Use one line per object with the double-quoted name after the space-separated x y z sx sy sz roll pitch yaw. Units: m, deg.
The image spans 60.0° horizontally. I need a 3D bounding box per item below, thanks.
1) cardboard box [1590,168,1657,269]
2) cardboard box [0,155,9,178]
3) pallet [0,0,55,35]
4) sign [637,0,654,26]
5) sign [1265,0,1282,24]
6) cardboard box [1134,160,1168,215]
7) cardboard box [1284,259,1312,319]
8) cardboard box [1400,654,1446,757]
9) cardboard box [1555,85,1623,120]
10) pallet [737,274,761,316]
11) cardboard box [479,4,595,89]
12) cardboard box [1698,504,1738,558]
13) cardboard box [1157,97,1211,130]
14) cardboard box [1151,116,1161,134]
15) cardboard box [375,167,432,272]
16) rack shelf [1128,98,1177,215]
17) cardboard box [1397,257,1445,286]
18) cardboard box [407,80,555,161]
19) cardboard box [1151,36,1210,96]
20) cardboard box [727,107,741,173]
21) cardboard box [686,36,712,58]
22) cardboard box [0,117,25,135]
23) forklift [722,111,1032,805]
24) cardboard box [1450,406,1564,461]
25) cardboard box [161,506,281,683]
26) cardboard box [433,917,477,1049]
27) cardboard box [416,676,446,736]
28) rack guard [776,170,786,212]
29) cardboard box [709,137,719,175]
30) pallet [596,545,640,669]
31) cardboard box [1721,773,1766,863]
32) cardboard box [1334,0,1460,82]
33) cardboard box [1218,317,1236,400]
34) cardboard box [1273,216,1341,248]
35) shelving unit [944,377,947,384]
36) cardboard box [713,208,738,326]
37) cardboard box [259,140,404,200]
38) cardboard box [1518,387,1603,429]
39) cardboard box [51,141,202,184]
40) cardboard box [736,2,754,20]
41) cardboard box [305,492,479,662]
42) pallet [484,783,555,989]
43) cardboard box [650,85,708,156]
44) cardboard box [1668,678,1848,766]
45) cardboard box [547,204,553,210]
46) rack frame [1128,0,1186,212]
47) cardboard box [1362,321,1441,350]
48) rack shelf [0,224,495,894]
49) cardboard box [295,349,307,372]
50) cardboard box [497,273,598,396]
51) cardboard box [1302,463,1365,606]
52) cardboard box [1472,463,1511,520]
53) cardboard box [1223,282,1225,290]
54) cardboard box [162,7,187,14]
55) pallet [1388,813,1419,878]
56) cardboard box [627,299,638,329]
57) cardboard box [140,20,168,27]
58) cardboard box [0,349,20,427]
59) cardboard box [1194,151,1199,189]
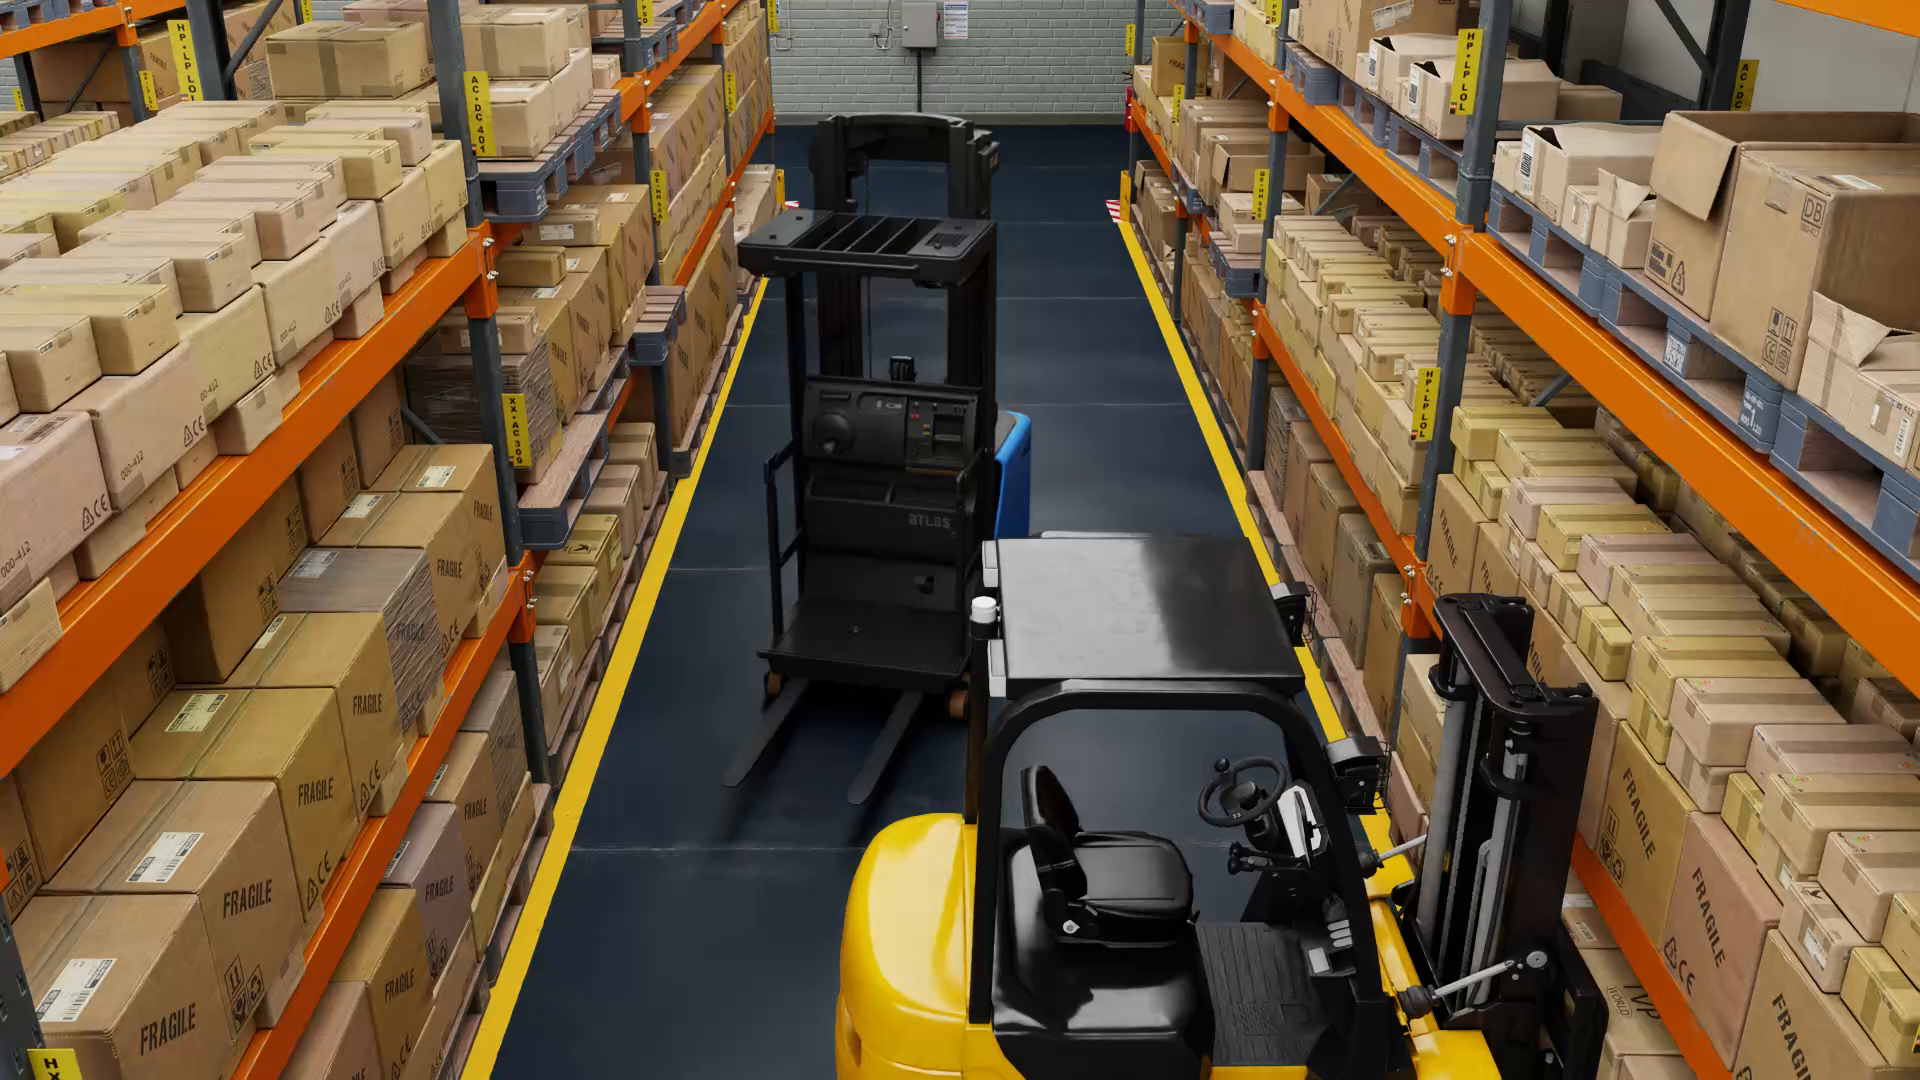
2.239 -1.021 5.261 0.396 0.266 0.258 -1 24 -2 "cardboard box"
-7.256 -2.733 12.227 0.380 0.149 0.250 0 24 1 "cardboard box"
-7.558 -3.900 12.320 1.213 0.211 1.003 0 24 -1 "pallet"
-1.937 -3.320 10.184 0.100 0.325 0.005 0 24 -1 "sign"
1.941 -3.341 10.230 0.100 0.325 0.005 0 24 -1 "sign"
2.308 -3.838 18.116 0.797 0.503 0.637 -1 24 -3 "cardboard box"
2.248 -1.509 10.023 0.500 0.250 0.500 0 24 1 "cardboard box"
2.218 0.715 7.144 0.500 0.250 0.500 -1 24 -1 "cardboard box"
2.714 -1.932 7.415 0.380 0.149 0.250 0 24 -1 "cardboard box"
-2.454 -2.408 15.818 1.003 0.211 1.213 0 24 -1 "pallet"
-2.480 -2.738 9.403 0.700 0.500 0.500 0 24 -1 "cardboard box"
2.858 -0.016 5.876 0.380 0.149 0.250 -1 24 -1 "cardboard box"
2.178 -4.076 15.944 0.500 0.250 0.500 0 24 -1 "cardboard box"
2.113 -4.146 16.582 0.380 0.149 0.250 0 24 1 "cardboard box"
-2.156 -1.113 5.752 0.500 0.250 0.500 -1 24 -1 "cardboard box"
2.418 -3.885 16.573 1.077 0.370 4.000 0 24 -1 "rack shelf"
2.743 -1.525 9.574 0.380 0.149 0.250 0 24 -1 "cardboard box"
-2.042 -1.800 7.123 0.500 0.250 0.500 -1 24 -2 "cardboard box"
2.148 -4.639 16.279 0.500 0.500 0.500 0 24 1 "cardboard box"
-2.267 -3.605 14.959 0.500 0.500 0.500 1 24 1 "cardboard box"
-2.268 -4.293 14.479 0.380 0.149 0.250 -1 24 -1 "cardboard box"
-7.919 -3.369 13.633 0.380 0.149 0.250 0 24 1 "cardboard box"
-0.416 -0.569 8.452 1.130 2.935 3.031 6 25 13 "forklift"
2.234 -0.436 6.805 0.380 0.149 0.250 0 24 1 "cardboard box"
-2.590 0.109 5.172 0.700 0.500 0.500 0 24 -1 "cardboard box"
-2.144 1.665 6.256 0.500 0.250 0.500 0 24 0 "cardboard box"
-2.114 0.596 6.097 0.380 0.149 0.250 -1 24 -1 "cardboard box"
-2.568 -3.884 18.731 1.175 0.500 0.348 0 24 -1 "rack guard"
-2.263 -3.138 13.623 0.500 0.250 0.500 0 24 1 "cardboard box"
-2.463 0.378 9.659 1.003 0.211 1.213 0 24 -1 "pallet"
2.321 0.759 4.523 0.380 0.149 0.250 0 24 -1 "cardboard box"
2.259 -2.670 8.622 0.500 0.500 0.500 0 24 1 "cardboard box"
2.260 -1.388 12.702 0.500 0.500 0.500 1 24 2 "cardboard box"
2.192 -1.949 10.510 0.380 0.149 0.250 0 24 1 "cardboard box"
-0.001 -0.500 10.582 0.215 1.050 0.252 0 24 -1 "shelving unit"
-2.437 -2.333 14.337 0.875 0.875 0.875 0 24 1 "cardboard box"
-2.088 -1.233 5.534 0.380 0.149 0.250 0 24 1 "cardboard box"
2.738 -0.579 7.482 0.380 0.149 0.250 -1 24 -2 "cardboard box"
-2.757 -1.228 5.523 0.380 0.149 0.250 0 24 -1 "cardboard box"
-2.288 -5.348 16.813 0.380 0.149 0.250 0 24 1 "cardboard box"
-2.170 0.145 6.308 0.500 0.500 0.500 1 24 1 "cardboard box"
-2.394 1.479 7.224 1.003 0.211 1.213 0 24 -1 "pallet"
-2.269 -3.261 12.985 0.500 0.500 0.500 0 24 1 "cardboard box"
2.250 0.514 4.704 0.380 0.149 0.250 0 24 1 "cardboard box"
-2.694 -1.688 9.850 0.500 0.500 0.500 1 24 2 "cardboard box"
2.396 -5.037 18.247 1.000 3.000 0.127 0 24 -1 "rack frame"
2.255 -0.996 8.404 0.380 0.149 0.250 -1 24 -2 "cardboard box"
-2.415 -0.283 4.969 1.077 0.370 4.000 0 24 -1 "rack shelf"
-2.206 -0.554 5.001 0.380 0.149 0.250 0 24 -1 "cardboard box"
-2.153 -1.045 8.429 0.500 0.500 0.500 0 24 -1 "cardboard box"
2.499 -0.046 9.584 0.875 0.625 0.625 -1 24 -3 "cardboard box"
2.272 -0.194 6.630 0.380 0.149 0.250 0 24 1 "cardboard box"
2.286 -1.939 13.133 0.380 0.149 0.250 0 24 0 "cardboard box"
-7.781 -4.977 16.419 0.500 0.500 0.500 -1 24 -2 "cardboard box"
2.494 1.506 7.163 1.003 0.211 1.213 0 24 -1 "pallet"
-2.124 -1.342 9.872 0.380 0.149 0.250 -1 24 -3 "cardboard box"
-7.229 -4.546 15.465 0.500 0.500 0.500 0 24 0 "cardboard box"
-2.211 -0.287 3.441 0.380 0.149 0.250 0 24 -1 "cardboard box"
2.071 -2.944 13.274 0.396 0.266 0.258 1 24 2 "cardboard box"
